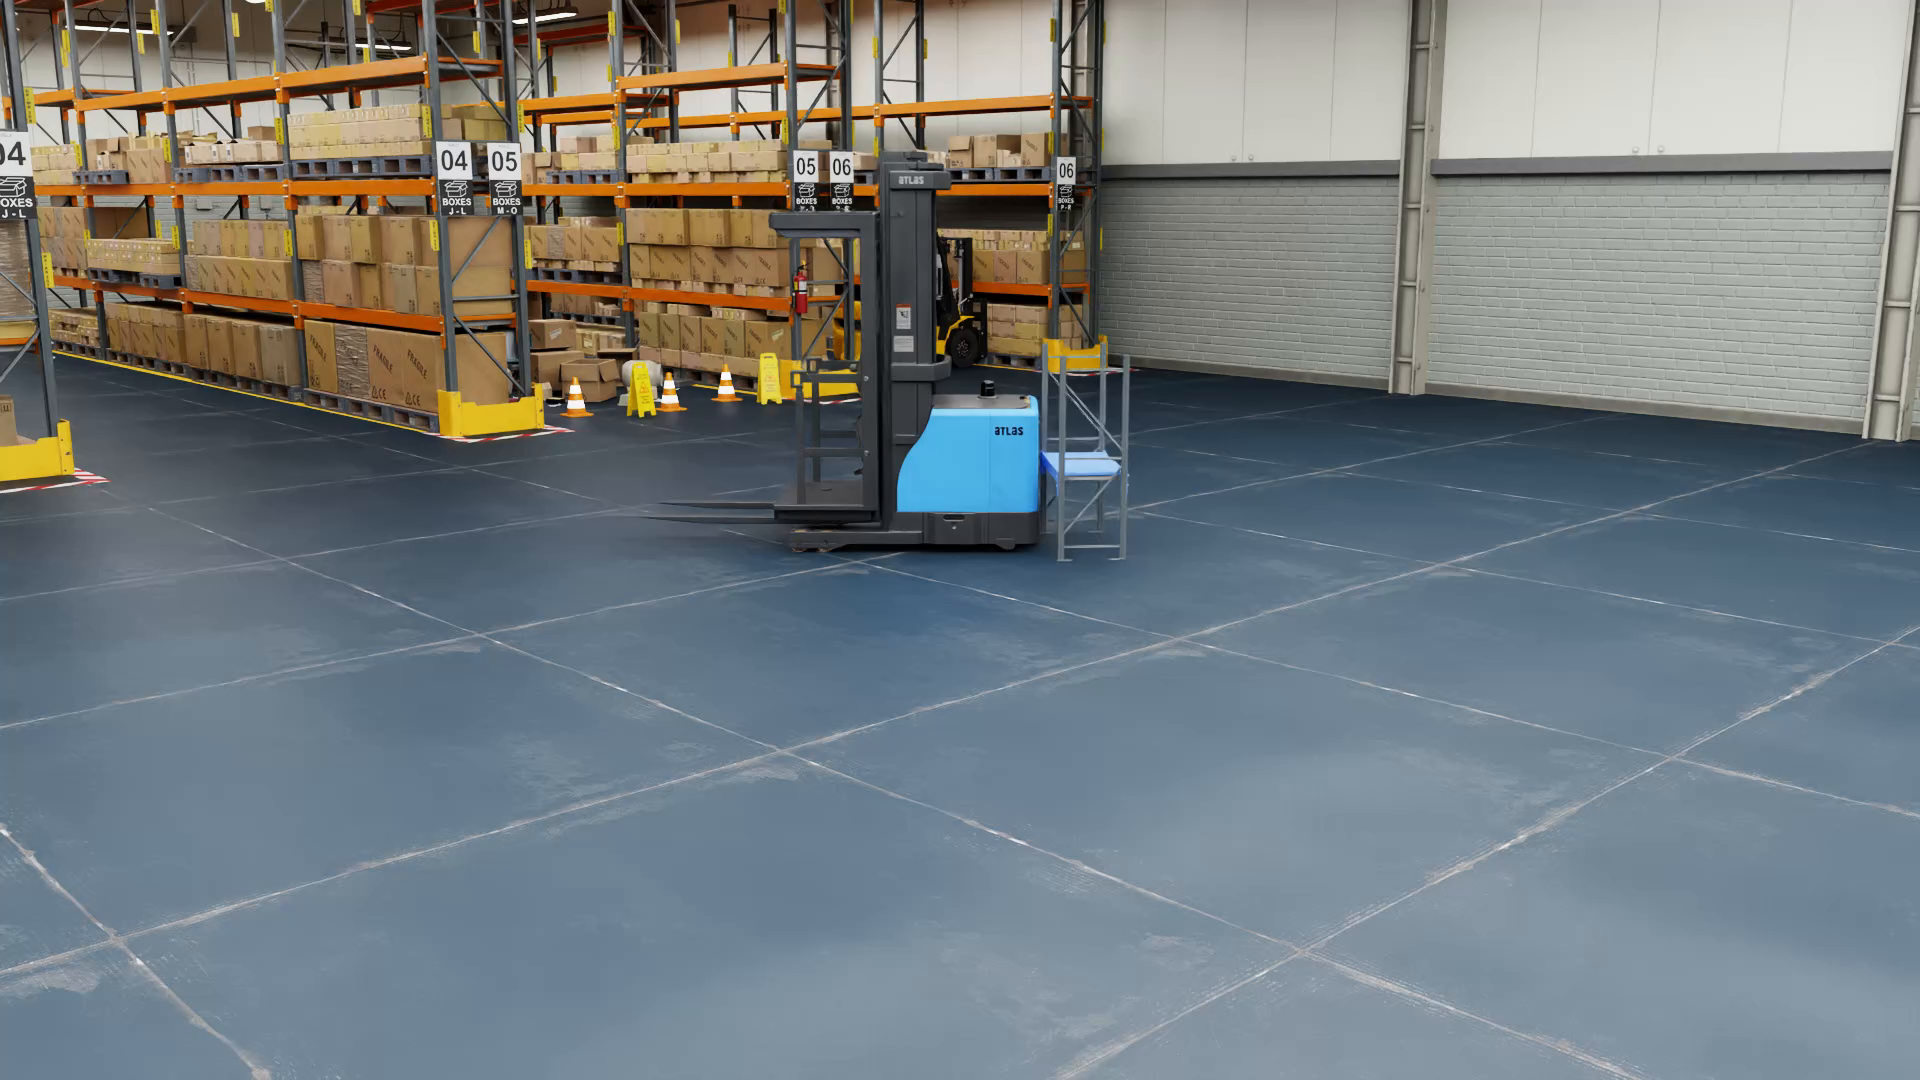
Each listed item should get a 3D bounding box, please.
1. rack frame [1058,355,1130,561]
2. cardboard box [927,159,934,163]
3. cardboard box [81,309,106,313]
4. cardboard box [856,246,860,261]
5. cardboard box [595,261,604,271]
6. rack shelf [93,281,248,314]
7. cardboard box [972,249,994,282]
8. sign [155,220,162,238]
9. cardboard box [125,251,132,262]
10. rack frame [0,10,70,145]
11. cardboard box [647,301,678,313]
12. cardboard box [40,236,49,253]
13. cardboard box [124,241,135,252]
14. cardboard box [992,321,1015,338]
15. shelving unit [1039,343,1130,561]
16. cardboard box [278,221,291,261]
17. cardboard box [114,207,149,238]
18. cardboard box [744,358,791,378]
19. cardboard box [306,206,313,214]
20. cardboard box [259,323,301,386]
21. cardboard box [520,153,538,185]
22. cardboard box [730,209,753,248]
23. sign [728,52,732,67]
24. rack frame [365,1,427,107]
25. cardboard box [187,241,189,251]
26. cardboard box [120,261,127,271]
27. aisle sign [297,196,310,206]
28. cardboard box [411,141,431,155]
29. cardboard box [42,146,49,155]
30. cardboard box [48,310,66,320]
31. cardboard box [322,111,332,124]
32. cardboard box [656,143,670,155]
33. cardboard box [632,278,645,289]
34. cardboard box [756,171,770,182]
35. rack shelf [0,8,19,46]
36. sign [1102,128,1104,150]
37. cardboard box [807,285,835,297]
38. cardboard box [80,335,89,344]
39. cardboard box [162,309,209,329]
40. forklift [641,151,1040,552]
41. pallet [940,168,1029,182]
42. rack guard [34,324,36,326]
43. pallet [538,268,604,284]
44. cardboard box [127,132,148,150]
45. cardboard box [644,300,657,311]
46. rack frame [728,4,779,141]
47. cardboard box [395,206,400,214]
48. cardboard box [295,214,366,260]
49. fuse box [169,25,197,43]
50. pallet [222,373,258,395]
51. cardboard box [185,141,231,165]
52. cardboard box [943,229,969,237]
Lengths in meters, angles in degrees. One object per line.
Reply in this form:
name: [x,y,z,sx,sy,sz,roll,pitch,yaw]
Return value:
rack frame: [0.965,-0.585,12.036,0.500,1.500,0.032,-1,12,-4]
cardboard box: [-0.382,-6.079,26.882,0.380,0.149,0.250,-10,15,-41]
cardboard box: [-15.303,-4.000,29.442,0.250,0.149,0.380,11,16,43]
cardboard box: [-1.527,-4.905,28.419,0.500,0.250,0.500,-11,16,-44]
cardboard box: [-5.315,-4.166,25.279,0.250,0.149,0.380,11,16,43]
rack shelf: [-12.245,-3.824,25.823,1.077,0.370,4.000,-11,16,-43]
cardboard box: [0.524,-4.350,26.344,0.500,0.500,0.500,-11,16,-44]
sign: [-13.227,-5.114,27.428,0.100,0.325,0.005,-11,16,-43]
cardboard box: [-12.426,-4.310,25.241,0.380,0.149,0.250,-10,16,-41]
rack frame: [-16.388,-7.991,29.395,1.000,3.000,0.127,-11,16,-43]
cardboard box: [-4.336,-3.399,24.284,0.380,0.149,0.250,-11,16,-42]
cardboard box: [-15.561,-4.995,28.738,0.500,0.500,0.500,-11,16,-42]
cardboard box: [-12.425,-4.455,25.211,0.380,0.149,0.250,-10,15,-40]
cardboard box: [0.858,-3.320,26.127,0.500,0.250,0.500,-11,16,-43]
shelving unit: [0.926,-0.688,12.532,0.538,1.500,1.048,-1,12,-4]
cardboard box: [-8.448,-3.911,21.737,0.700,0.500,0.500,-11,16,-44]
cardboard box: [-13.761,-5.253,27.511,0.500,0.500,0.500,-10,16,-41]
cardboard box: [-2.598,-2.365,22.729,0.500,0.250,0.500,-11,16,-43]
cardboard box: [-12.504,-6.441,32.406,0.380,0.149,0.250,-10,15,-41]
cardboard box: [-8.595,-2.483,22.064,1.050,0.750,0.750,-11,16,-43]
cardboard box: [-6.706,-5.968,26.762,0.700,0.500,0.500,-11,16,-43]
cardboard box: [-2.683,-4.225,22.523,0.700,0.500,0.500,-11,16,-42]
sign: [-4.151,-8.639,30.032,0.100,0.325,0.005,-11,16,-43]
rack frame: [-10.115,-8.111,29.982,1.000,3.000,0.127,-11,16,-43]
cardboard box: [-11.579,-4.467,25.268,0.250,0.149,0.380,11,16,43]
cardboard box: [-12.609,-4.203,25.458,0.250,0.149,0.380,11,16,43]
aisle sign: [-13.137,-7.000,33.013,0.394,0.787,0.004,-11,16,-43]
cardboard box: [-5.813,-4.319,18.343,0.380,0.149,0.250,-11,16,-43]
cardboard box: [-15.141,-6.531,27.890,0.380,0.149,0.250,-11,16,-44]
cardboard box: [-15.913,-3.951,29.206,0.380,0.149,0.250,-11,16,-43]
cardboard box: [-7.390,-5.043,19.881,0.380,0.149,0.250,-11,16,-42]
cardboard box: [-4.071,-5.535,23.556,0.380,0.149,0.250,-11,16,-43]
cardboard box: [-4.605,-3.792,24.505,0.380,0.149,0.250,-11,16,-43]
cardboard box: [-2.473,-4.813,22.027,0.380,0.149,0.250,-11,16,-42]
rack shelf: [-10.377,-4.917,16.268,1.077,0.370,4.000,-11,16,-43]
sign: [2.165,-6.127,25.419,0.100,0.325,0.005,-11,16,-43]
cardboard box: [-1.913,-3.377,22.492,0.380,0.149,0.250,-11,16,-42]
cardboard box: [-14.491,-3.367,27.844,0.250,0.149,0.380,11,16,43]
cardboard box: [-11.525,-3.297,24.775,0.500,0.250,0.500,11,16,44]
forklift: [-0.903,-1.449,12.683,3.031,2.935,1.130,0,12,2]
pallet: [0.443,-5.825,26.535,1.003,0.211,1.213,-11,16,-43]
rack guard: [-16.336,-3.817,30.199,1.175,0.500,0.348,-11,16,-43]
pallet: [-5.956,-4.212,26.398,1.003,0.211,1.213,-11,16,-43]
cardboard box: [-12.234,-5.986,24.952,0.396,0.266,0.258,-11,16,-43]
cardboard box: [-5.982,-4.668,33.291,0.500,0.500,0.500,-11,16,-43]
rack frame: [-3.766,-8.220,30.508,1.000,3.000,0.127,-11,16,-43]
cardboard box: [-10.334,-6.147,30.980,0.380,0.149,0.250,-11,16,-42]
cardboard box: [-7.871,-3.845,21.092,0.875,0.550,0.550,-11,16,-43]
fuse box: [-16.953,-11.043,36.280,0.513,0.334,0.176,-11,16,-43]
pallet: [-9.535,-2.215,23.142,1.003,0.211,1.213,-11,16,-43]
cardboard box: [-10.523,-5.429,23.326,0.500,0.311,0.500,-11,16,-42]
cardboard box: [-0.051,-4.945,26.889,0.380,0.149,0.250,-11,16,-43]
